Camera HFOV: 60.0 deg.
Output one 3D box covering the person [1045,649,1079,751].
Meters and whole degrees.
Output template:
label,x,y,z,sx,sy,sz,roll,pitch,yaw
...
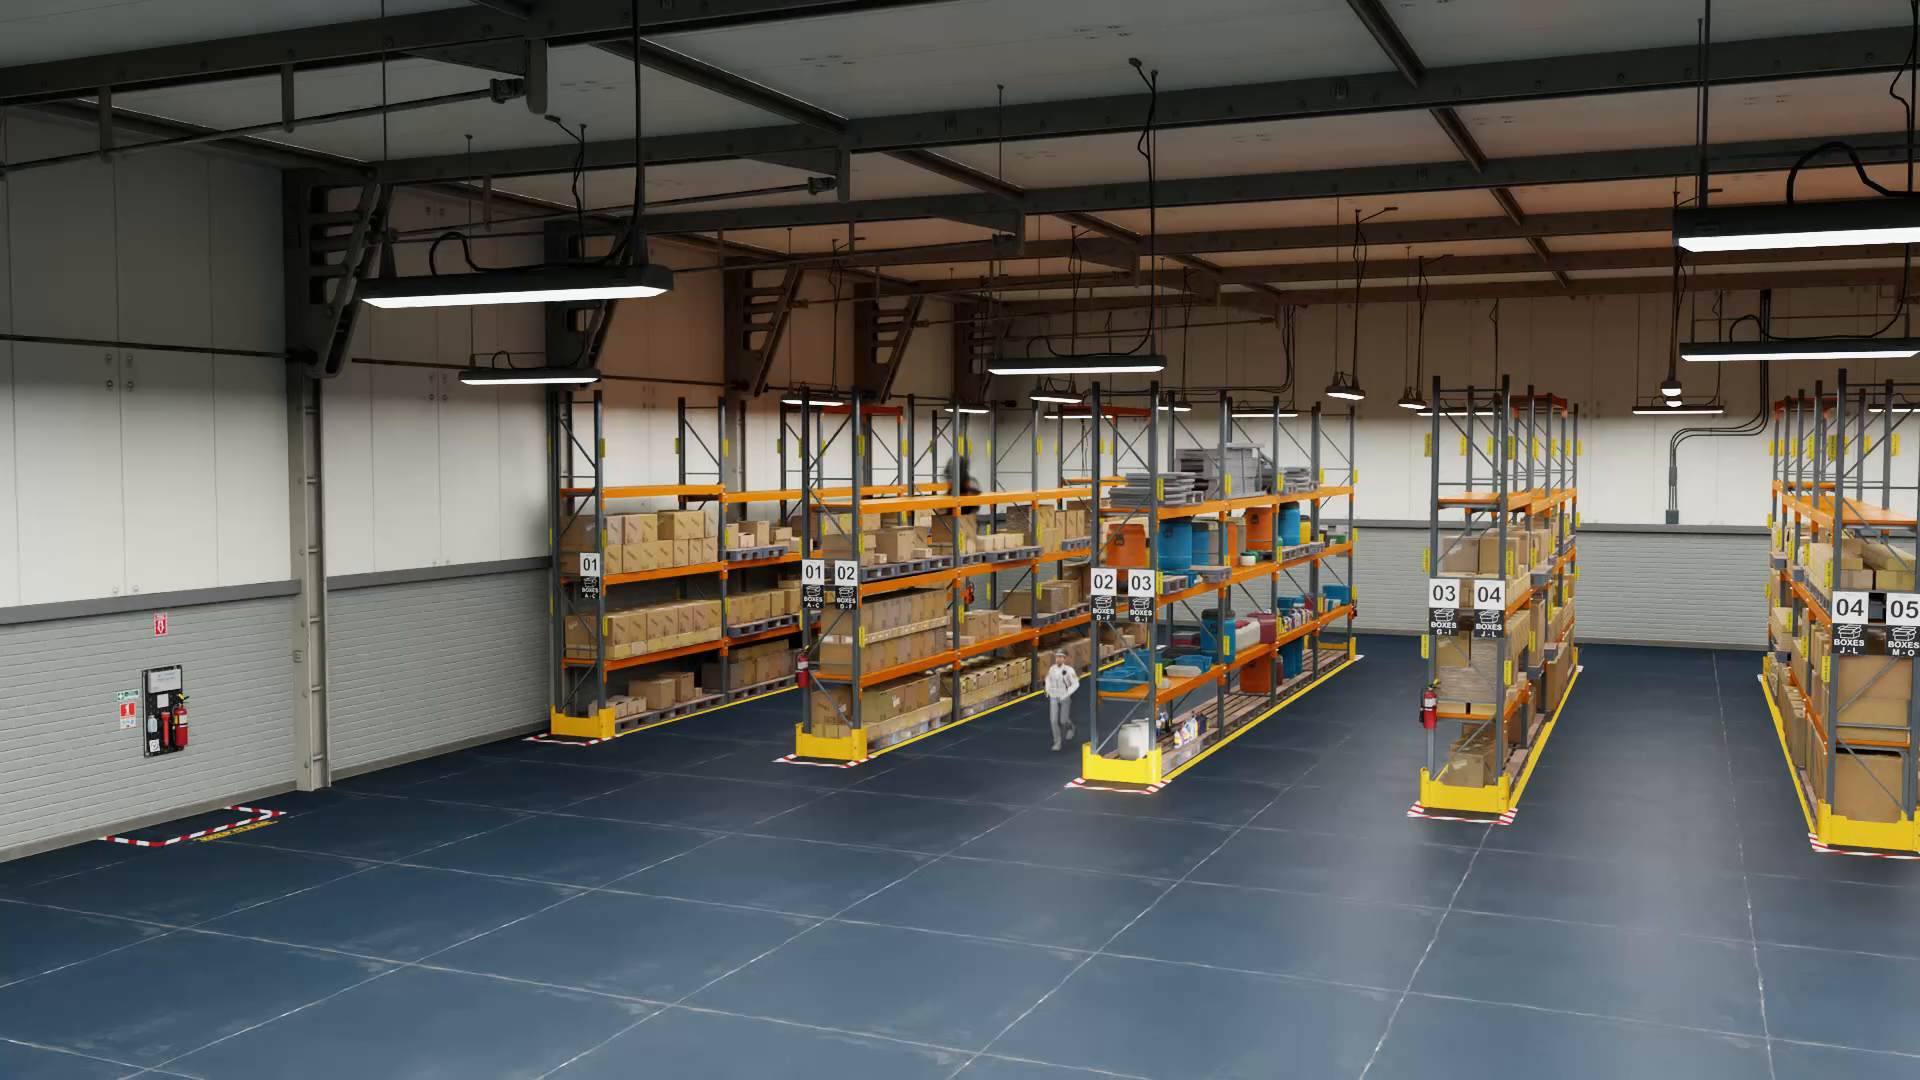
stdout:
label,x,y,z,sx,sy,sz,roll,pitch,yaw
person,1.683,2.635,27.692,0.635,1.670,0.781,1,3,22
